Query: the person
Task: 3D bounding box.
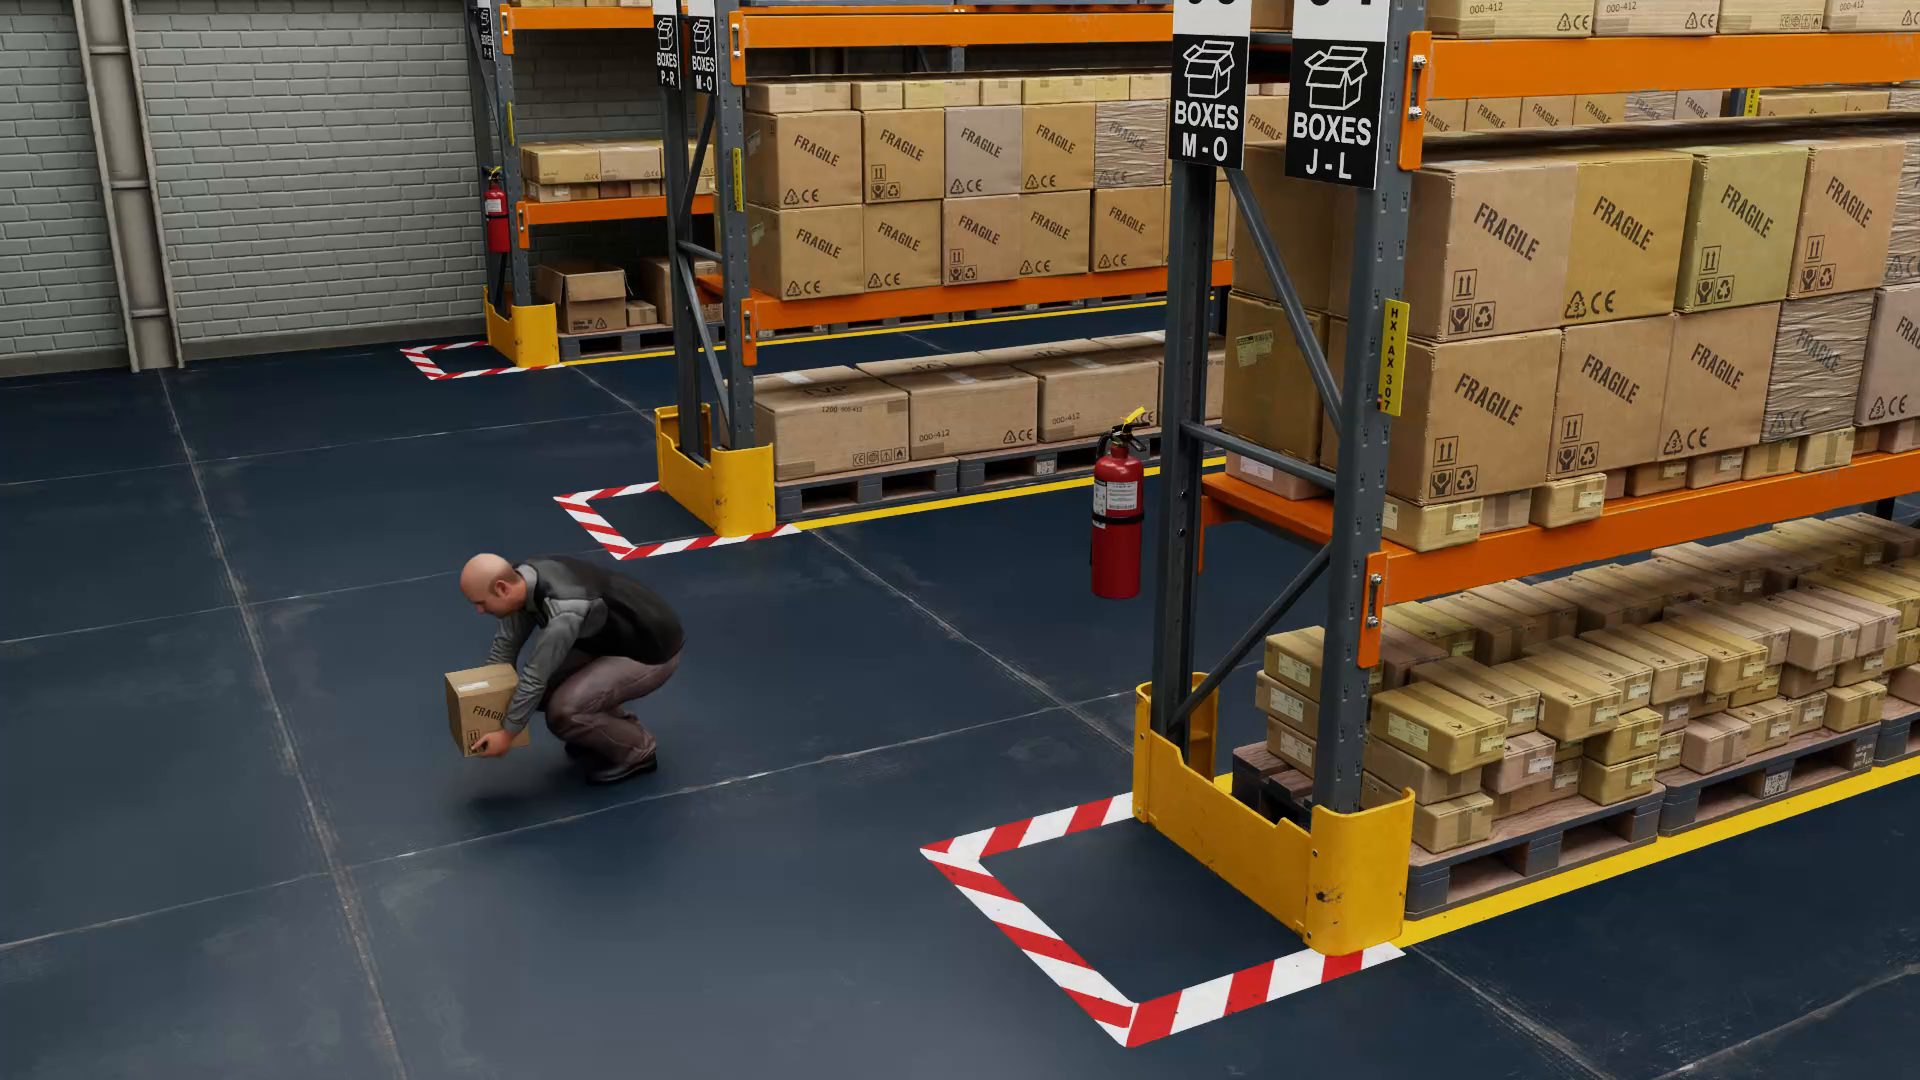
[{"bbox_3d":[-1.504,0.459,6.448,0.879,0.959,0.515,-10,21,-28],"label":"person"}]
